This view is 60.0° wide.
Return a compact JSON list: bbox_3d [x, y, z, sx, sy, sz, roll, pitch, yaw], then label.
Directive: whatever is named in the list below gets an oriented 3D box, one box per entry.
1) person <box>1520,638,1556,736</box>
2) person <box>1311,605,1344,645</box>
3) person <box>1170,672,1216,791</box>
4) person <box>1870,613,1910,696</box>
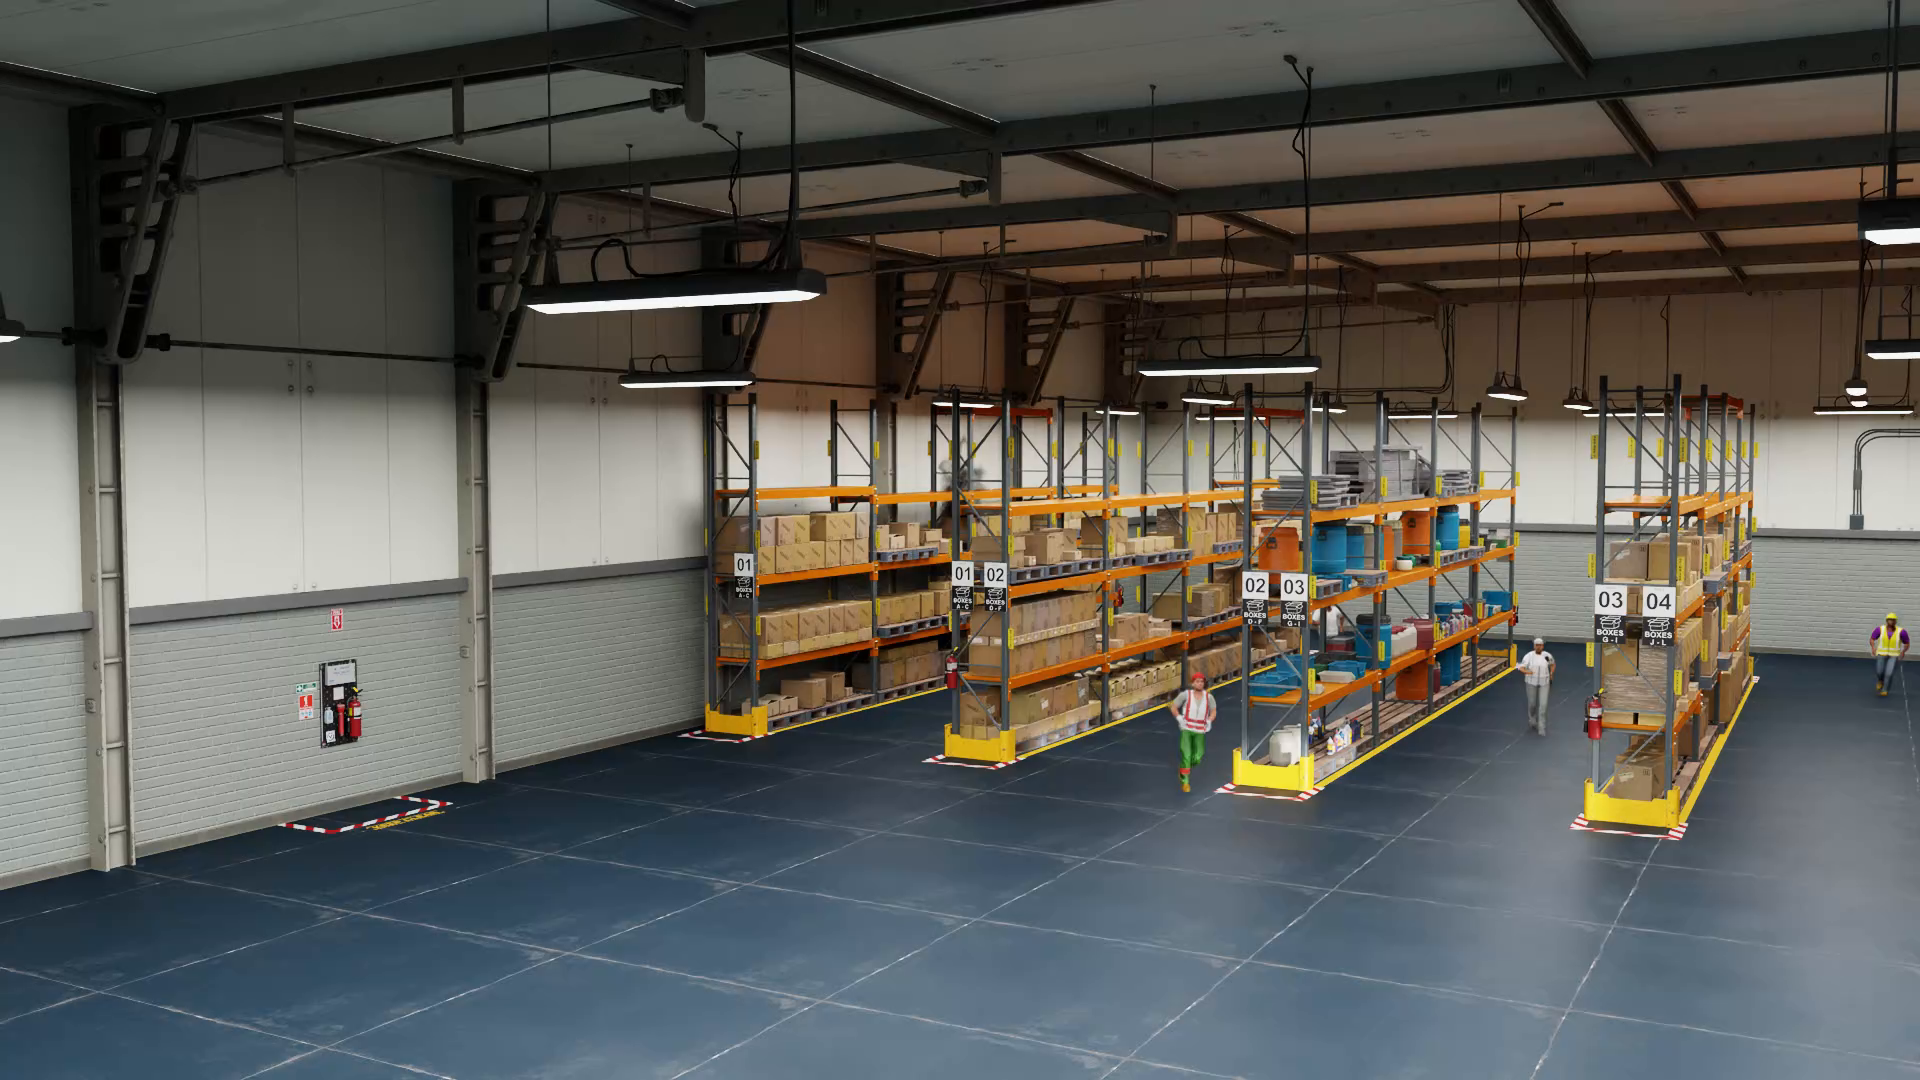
[{"bbox_3d":[10.225,2.568,29.423,0.606,1.666,0.924,1,3,15],"label":"person"},{"bbox_3d":[8.107,2.102,36.725,0.695,1.762,0.979,1,3,16],"label":"person"},{"bbox_3d":[3.462,2.817,24.616,0.692,1.731,0.656,0,3,-3],"label":"person"},{"bbox_3d":[18.870,2.338,33.768,0.719,1.711,0.558,2,4,34],"label":"person"}]
